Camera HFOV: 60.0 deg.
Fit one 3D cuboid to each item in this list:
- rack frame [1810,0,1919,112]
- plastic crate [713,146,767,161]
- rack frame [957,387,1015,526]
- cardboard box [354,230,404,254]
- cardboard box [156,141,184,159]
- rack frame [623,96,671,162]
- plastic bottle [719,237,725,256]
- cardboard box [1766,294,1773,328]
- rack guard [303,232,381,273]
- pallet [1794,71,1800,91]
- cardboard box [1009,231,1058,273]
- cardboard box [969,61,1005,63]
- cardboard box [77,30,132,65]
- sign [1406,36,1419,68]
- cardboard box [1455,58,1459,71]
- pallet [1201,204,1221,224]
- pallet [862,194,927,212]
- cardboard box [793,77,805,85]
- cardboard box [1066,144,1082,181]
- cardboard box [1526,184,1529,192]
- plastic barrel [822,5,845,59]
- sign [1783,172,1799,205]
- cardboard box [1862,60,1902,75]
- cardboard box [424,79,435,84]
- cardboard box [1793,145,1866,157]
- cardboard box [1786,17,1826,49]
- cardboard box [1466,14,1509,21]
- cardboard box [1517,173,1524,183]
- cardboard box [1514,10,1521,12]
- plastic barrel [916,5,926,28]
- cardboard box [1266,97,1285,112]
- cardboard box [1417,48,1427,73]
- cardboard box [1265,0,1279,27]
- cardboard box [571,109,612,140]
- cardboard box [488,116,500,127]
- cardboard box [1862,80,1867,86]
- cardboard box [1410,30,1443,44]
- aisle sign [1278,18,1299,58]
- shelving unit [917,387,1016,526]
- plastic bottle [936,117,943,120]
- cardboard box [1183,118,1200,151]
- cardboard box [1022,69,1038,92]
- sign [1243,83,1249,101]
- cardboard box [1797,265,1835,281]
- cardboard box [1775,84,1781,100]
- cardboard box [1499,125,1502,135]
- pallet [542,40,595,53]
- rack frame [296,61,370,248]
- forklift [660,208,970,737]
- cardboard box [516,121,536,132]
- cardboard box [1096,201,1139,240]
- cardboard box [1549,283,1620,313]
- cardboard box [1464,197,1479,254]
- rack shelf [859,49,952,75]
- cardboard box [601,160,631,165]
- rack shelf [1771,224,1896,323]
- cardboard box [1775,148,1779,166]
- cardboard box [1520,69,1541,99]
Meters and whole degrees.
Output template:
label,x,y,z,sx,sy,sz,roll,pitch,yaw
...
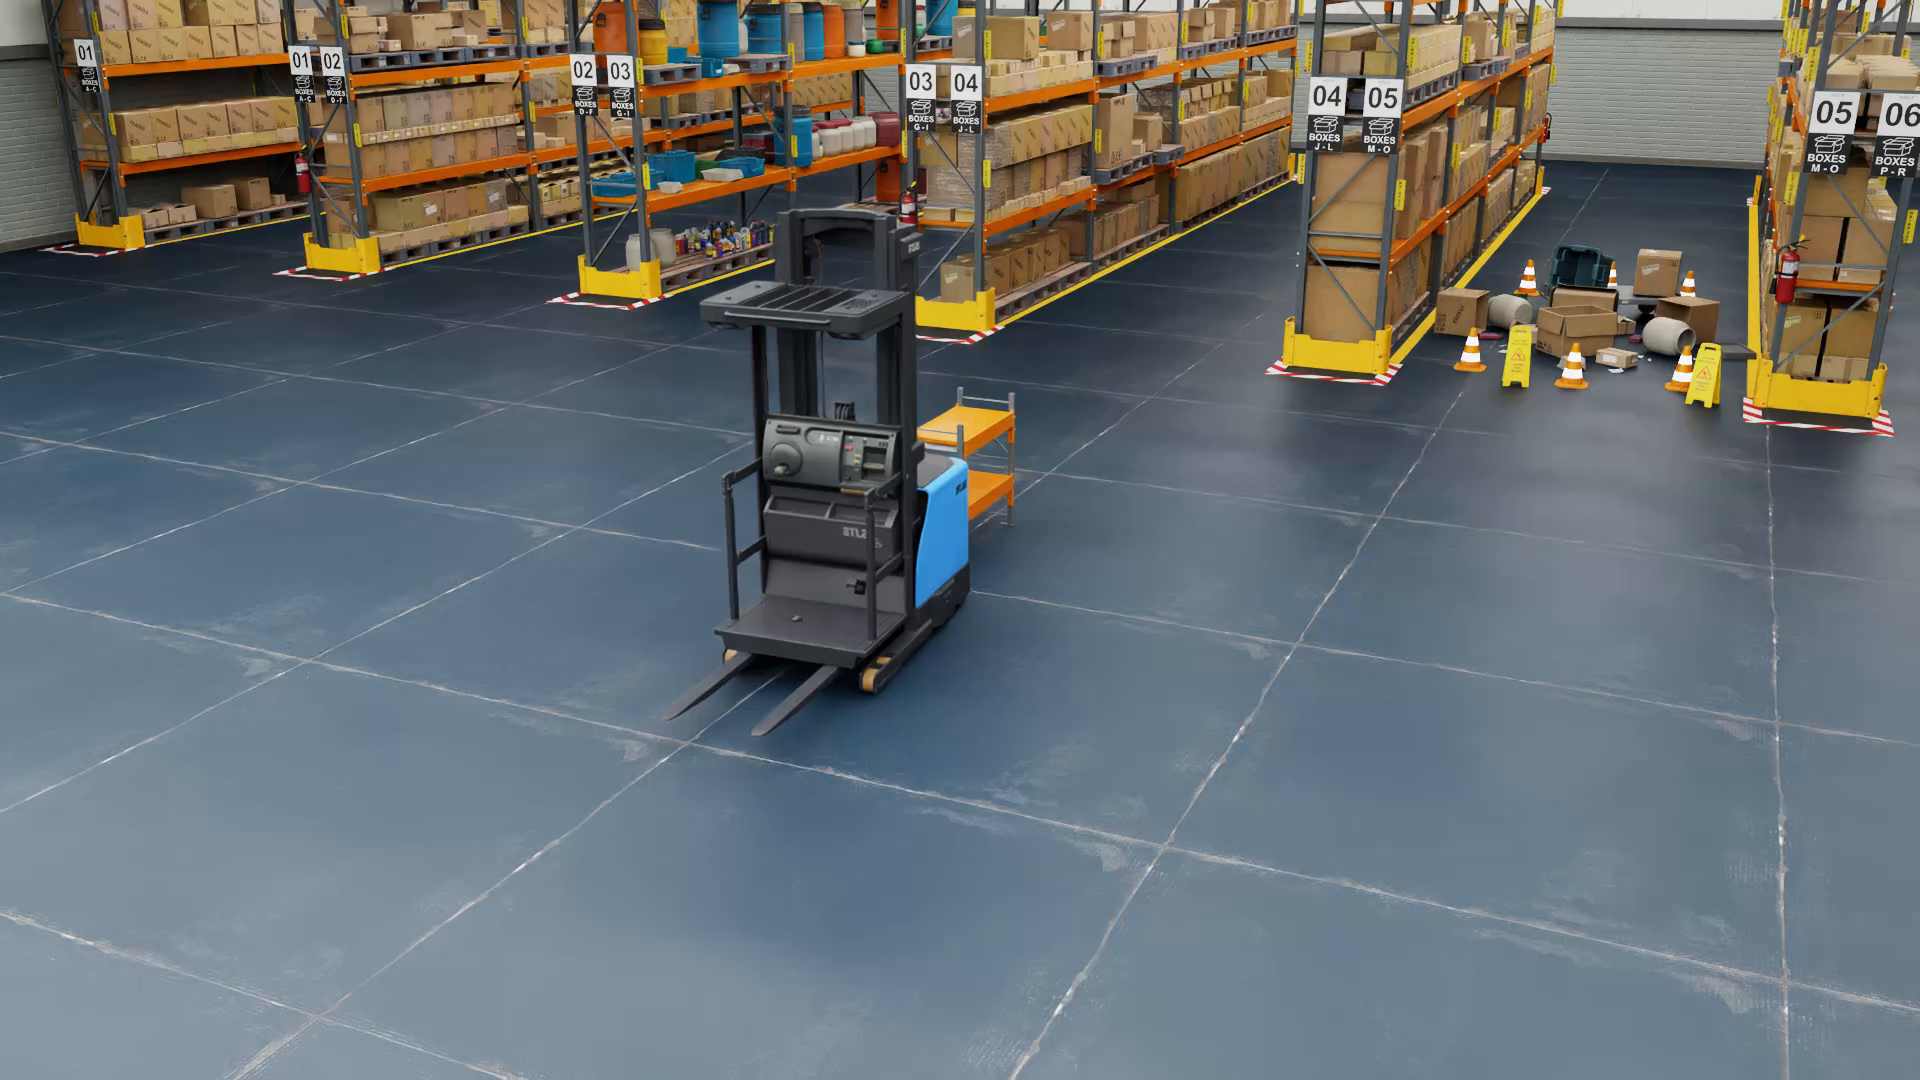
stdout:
label,x,y,z,sx,sy,sz,roll,pitch,yaw
rack frame,8.868,-5.587,15.749,1.000,3.000,0.127,9,21,23
plastic crate,-3.385,-5.851,25.537,0.767,0.338,0.504,9,21,23
rack frame,0.211,-0.687,13.723,0.500,1.125,0.032,9,21,23
cardboard box,-8.787,-4.517,25.169,0.500,0.250,0.500,9,21,23
cardboard box,-13.041,-6.364,27.082,0.500,0.250,0.500,8,21,21
rack frame,-5.934,-7.926,31.280,1.000,3.000,0.127,9,21,23
plastic bottle,-3.525,-4.338,24.605,0.097,0.271,0.097,0,20,0
cardboard box,9.381,-2.610,18.690,0.500,0.500,0.500,8,21,21
rack guard,-9.219,-4.296,24.802,1.175,0.500,0.348,9,21,23
pallet,11.277,-5.800,21.104,1.213,0.211,1.003,9,21,23
cardboard box,1.037,-4.070,23.541,0.500,0.500,0.500,17,26,40
cardboard box,0.336,-5.863,20.632,0.380,0.149,0.250,8,21,22
cardboard box,-13.365,-7.697,25.980,0.500,0.500,0.500,9,22,24
sign,4.814,-5.193,17.696,0.100,0.325,0.005,9,21,23
cardboard box,6.091,-6.016,21.032,0.380,0.149,0.250,8,21,22
pallet,3.995,-5.854,29.616,1.003,0.211,1.213,9,21,23
pallet,-1.131,-6.178,30.527,1.003,0.211,1.213,9,21,23
cardboard box,-3.635,-9.931,35.274,0.500,0.500,0.500,8,21,21
cardboard box,1.224,-5.401,23.587,0.875,0.500,0.500,9,21,23
cardboard box,10.501,-6.640,31.291,0.380,0.149,0.250,8,21,20
plastic barrel,-2.218,-8.440,27.607,0.600,0.830,0.708,9,21,23
sign,8.369,-3.537,16.739,0.100,0.325,0.005,9,21,23
cardboard box,10.162,-5.207,18.341,0.380,0.149,0.250,8,21,22
cardboard box,-10.568,-9.055,32.681,0.380,0.149,0.250,6,20,16
cardboard box,9.538,-4.062,18.329,0.700,0.500,0.500,8,21,22
cardboard box,13.156,-7.858,25.834,0.500,0.500,0.500,8,21,22
cardboard box,8.472,-8.283,27.025,0.797,0.503,0.637,8,21,22
cardboard box,10.044,-6.599,30.287,0.380,0.149,0.250,9,21,24
cardboard box,10.114,-9.682,30.624,0.380,0.149,0.250,9,22,24
plastic barrel,-0.828,-9.483,30.352,0.433,0.535,0.433,0,20,0
cardboard box,6.214,-8.741,33.352,0.500,0.250,0.500,8,21,22
cardboard box,4.949,-5.404,18.716,0.500,0.250,0.500,8,21,22
cardboard box,5.874,-10.395,32.820,0.700,0.500,0.500,8,21,21
cardboard box,-6.606,-7.458,29.815,0.500,0.500,0.500,7,21,20
cardboard box,-7.696,-6.788,26.962,0.380,0.149,0.250,8,21,21
cardboard box,9.721,-4.675,17.440,0.500,0.250,0.500,9,22,24
cardboard box,5.468,-5.927,19.592,0.380,0.149,0.250,9,21,23
aisle sign,6.682,-10.217,33.842,0.394,0.787,0.004,9,21,23
shelving unit,0.003,-0.532,13.286,0.538,1.125,1.048,9,21,23
plastic bottle,-0.376,-7.699,30.826,0.152,0.276,0.135,9,21,23
cardboard box,3.759,-6.882,28.195,0.500,0.500,0.500,8,21,21
cardboard box,0.672,-5.884,21.285,0.500,0.250,0.500,8,21,22
sign,5.240,-8.225,30.511,0.100,0.325,0.005,9,21,23
cardboard box,8.826,-2.786,17.201,0.380,0.149,0.250,9,22,25
cardboard box,14.351,-7.592,28.699,0.500,0.500,0.500,9,21,23
cardboard box,8.600,-6.671,27.055,0.380,0.149,0.250,9,22,25
pallet,-6.585,-8.689,29.229,1.003,0.211,1.213,10,22,25
rack frame,-9.210,-5.481,24.403,1.000,3.000,0.127,9,21,23
forklift,-0.927,-0.550,10.641,1.130,2.935,3.031,7,21,20
cardboard box,-9.325,-8.524,35.542,0.750,0.750,0.750,9,22,24
cardboard box,2.405,-5.042,26.245,0.700,0.500,0.500,11,22,27
cardboard box,7.653,-2.820,20.444,0.797,0.637,0.503,9,21,23
cardboard box,7.255,-4.819,25.272,1.050,0.750,0.750,8,21,22
rack shelf,-0.597,-8.931,30.703,1.077,0.370,4.000,9,21,23
cardboard box,-6.416,-6.973,31.240,0.500,0.311,0.500,9,22,25
rack shelf,9.687,-3.033,18.594,1.077,0.370,4.000,9,21,23
cardboard box,12.110,-5.554,24.087,0.500,0.250,0.500,8,21,23
cardboard box,10.276,-8.307,30.265,0.500,0.500,0.500,8,21,21
